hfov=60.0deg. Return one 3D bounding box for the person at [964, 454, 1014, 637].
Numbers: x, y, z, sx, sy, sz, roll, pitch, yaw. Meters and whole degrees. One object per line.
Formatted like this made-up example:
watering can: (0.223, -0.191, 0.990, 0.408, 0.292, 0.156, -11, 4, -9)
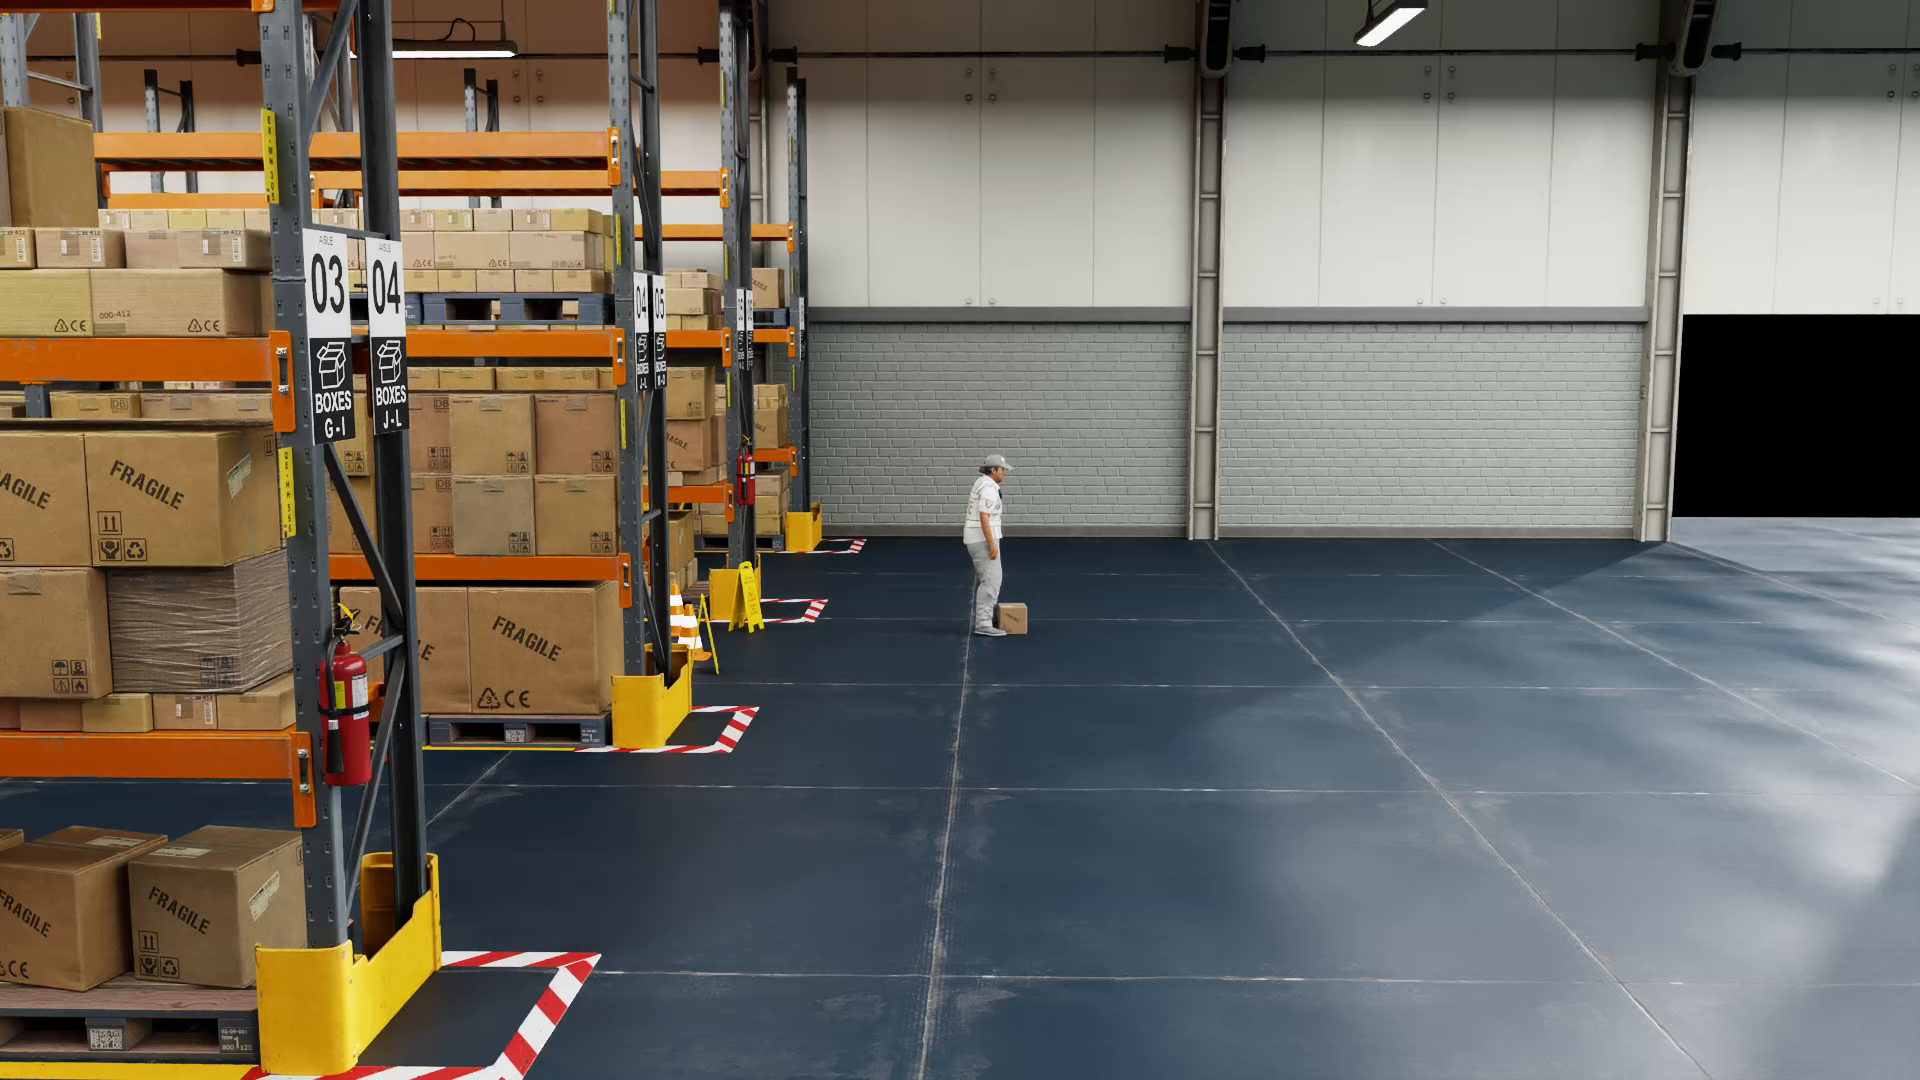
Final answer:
person: (0.270, 0.033, 15.492, 0.465, 1.667, 0.561, 0, 7, -1)
